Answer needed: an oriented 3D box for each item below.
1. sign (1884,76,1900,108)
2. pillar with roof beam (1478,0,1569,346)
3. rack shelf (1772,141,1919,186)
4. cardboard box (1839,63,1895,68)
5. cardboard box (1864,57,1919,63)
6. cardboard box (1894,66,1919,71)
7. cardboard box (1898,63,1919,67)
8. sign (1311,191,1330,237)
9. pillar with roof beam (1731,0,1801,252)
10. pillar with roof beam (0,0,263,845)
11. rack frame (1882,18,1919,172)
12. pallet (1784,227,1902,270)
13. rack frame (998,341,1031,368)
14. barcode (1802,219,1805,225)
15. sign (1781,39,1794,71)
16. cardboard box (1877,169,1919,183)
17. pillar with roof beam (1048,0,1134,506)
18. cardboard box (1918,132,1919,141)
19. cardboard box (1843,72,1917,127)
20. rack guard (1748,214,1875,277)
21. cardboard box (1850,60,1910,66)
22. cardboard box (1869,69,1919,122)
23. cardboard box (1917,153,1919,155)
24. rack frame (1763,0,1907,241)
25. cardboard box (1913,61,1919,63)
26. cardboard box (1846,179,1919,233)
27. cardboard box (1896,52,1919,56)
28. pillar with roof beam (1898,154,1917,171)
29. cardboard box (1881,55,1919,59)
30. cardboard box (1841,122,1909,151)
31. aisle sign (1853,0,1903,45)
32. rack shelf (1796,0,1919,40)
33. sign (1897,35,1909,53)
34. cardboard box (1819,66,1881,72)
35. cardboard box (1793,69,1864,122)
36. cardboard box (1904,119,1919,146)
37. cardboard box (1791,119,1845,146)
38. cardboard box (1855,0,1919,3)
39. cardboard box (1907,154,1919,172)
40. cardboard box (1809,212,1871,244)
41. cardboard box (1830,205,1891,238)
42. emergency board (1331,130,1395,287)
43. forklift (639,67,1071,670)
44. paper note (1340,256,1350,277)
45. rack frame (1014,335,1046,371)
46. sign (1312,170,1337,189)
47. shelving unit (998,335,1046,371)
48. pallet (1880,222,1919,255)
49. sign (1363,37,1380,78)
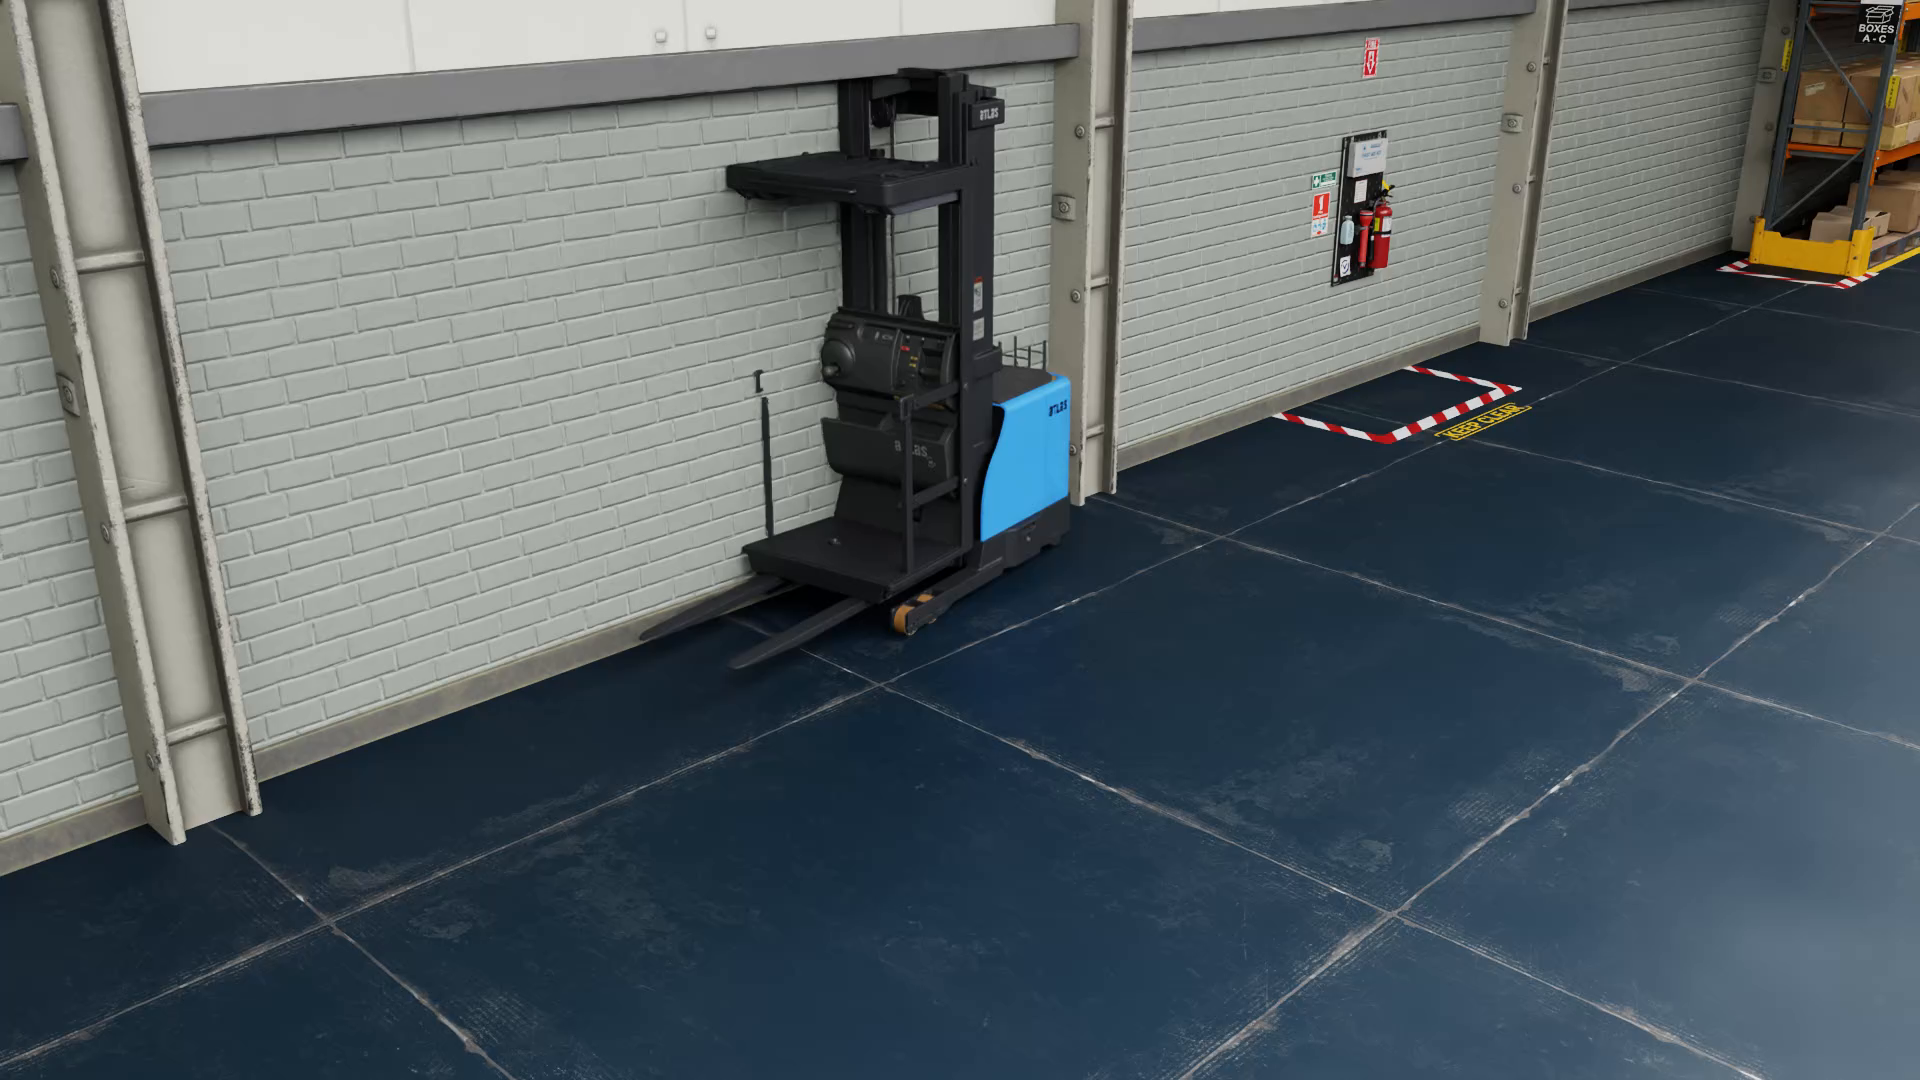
[{"bbox_3d":[9.721,-4.673,17.345,0.100,0.325,0.005,19,28,41],"label":"sign"},{"bbox_3d":[8.100,-4.982,10.993,9.100,9.000,0.400,19,28,41],"label":"pillar with roof beam"},{"bbox_3d":[10.728,-4.583,19.321,1.077,0.370,4.000,19,28,41],"label":"rack shelf"},{"bbox_3d":[10.225,-5.130,18.875,0.500,0.500,0.500,18,28,39],"label":"cardboard box"},{"bbox_3d":[10.930,-5.395,19.566,0.500,0.500,0.500,-19,28,-41],"label":"cardboard box"},{"bbox_3d":[10.598,-4.998,18.532,0.500,0.500,0.500,18,27,39],"label":"cardboard box"},{"bbox_3d":[10.949,-5.133,18.885,0.500,0.500,0.500,-19,28,-40],"label":"cardboard box"},{"bbox_3d":[2.804,-2.534,12.936,0.001,0.329,0.234,19,28,41],"label":"sign"},{"bbox_3d":[12.285,-6.524,15.006,9.100,9.000,0.400,19,28,41],"label":"pillar with roof beam"},{"bbox_3d":[-0.271,-1.897,2.968,9.100,9.000,0.400,19,28,41],"label":"pillar with roof beam"},{"bbox_3d":[12.123,-5.433,20.529,1.000,3.000,0.127,19,28,41],"label":"rack frame"},{"bbox_3d":[9.978,-3.323,18.925,1.003,0.211,1.213,19,28,41],"label":"pallet"},{"bbox_3d":[0.344,-0.670,10.643,0.240,1.200,0.006,13,25,32],"label":"rack frame"},{"bbox_3d":[9.606,-3.620,18.932,0.001,0.075,0.075,19,28,41],"label":"barcode"},{"bbox_3d":[8.949,-5.237,17.964,0.100,0.325,0.005,19,28,41],"label":"sign"},{"bbox_3d":[11.427,-4.195,20.178,0.500,0.500,0.500,17,27,37],"label":"cardboard box"},{"bbox_3d":[3.914,-3.439,6.980,9.100,9.000,0.400,19,28,41],"label":"pillar with roof beam"},{"bbox_3d":[10.612,-4.657,18.690,0.500,0.250,0.500,19,28,40],"label":"cardboard box"},{"bbox_3d":[9.881,-4.742,17.866,0.500,0.500,0.500,19,28,41],"label":"cardboard box"},{"bbox_3d":[9.385,-3.258,18.353,1.175,0.500,0.348,19,28,41],"label":"rack guard"},{"bbox_3d":[10.576,-5.259,19.212,0.500,0.500,0.500,-20,29,-41],"label":"cardboard box"},{"bbox_3d":[10.233,-4.866,18.190,0.500,0.500,0.500,19,28,41],"label":"cardboard box"},{"bbox_3d":[12.949,-4.810,21.780,0.700,0.500,0.500,19,28,40],"label":"cardboard box"},{"bbox_3d":[9.332,-4.405,17.854,1.000,3.000,0.127,19,28,41],"label":"rack frame"},{"bbox_3d":[11.312,-5.267,19.233,0.500,0.500,0.500,18,28,39],"label":"cardboard box"},{"bbox_3d":[10.825,-3.921,19.467,0.700,0.500,0.500,17,27,37],"label":"cardboard box"},{"bbox_3d":[11.645,-5.654,20.240,0.500,0.500,0.500,18,28,39],"label":"cardboard box"},{"bbox_3d":[16.471,-8.066,19.018,9.100,9.000,0.400,19,28,41],"label":"pillar with roof beam"},{"bbox_3d":[11.282,-5.522,19.896,0.500,0.500,0.500,19,28,40],"label":"cardboard box"},{"bbox_3d":[9.900,-4.390,17.997,0.500,0.250,0.500,18,28,39],"label":"cardboard box"},{"bbox_3d":[9.497,-5.525,17.144,0.394,0.787,0.004,19,28,41],"label":"aisle sign"},{"bbox_3d":[10.728,-5.983,18.782,1.077,0.370,4.000,19,28,41],"label":"rack shelf"},{"bbox_3d":[11.723,-6.112,20.680,0.100,0.325,0.005,19,28,41],"label":"sign"},{"bbox_3d":[9.867,-4.996,18.527,0.500,0.500,0.500,-20,29,-41],"label":"cardboard box"},{"bbox_3d":[9.509,-4.869,18.196,0.500,0.500,0.500,19,28,40],"label":"cardboard box"},{"bbox_3d":[10.252,-4.527,18.353,0.500,0.250,0.500,18,28,39],"label":"cardboard box"},{"bbox_3d":[9.520,-4.513,18.316,0.500,0.250,0.500,-20,28,-41],"label":"cardboard box"},{"bbox_3d":[9.745,-5.884,17.355,0.500,0.500,0.500,-19,28,-41],"label":"cardboard box"},{"bbox_3d":[12.624,-4.665,21.402,0.500,0.500,0.700,-19,28,-40],"label":"cardboard box"},{"bbox_3d":[9.880,-3.511,18.662,0.500,0.311,0.500,15,26,35],"label":"cardboard box"},{"bbox_3d":[10.277,-3.657,19.043,0.500,0.311,0.500,-17,27,-38],"label":"cardboard box"},{"bbox_3d":[3.264,-2.633,13.245,0.194,1.169,0.643,19,28,41],"label":"emergency board"},{"bbox_3d":[-0.547,-1.034,9.181,1.130,2.935,3.031,14,25,32],"label":"forklift"},{"bbox_3d":[3.091,-2.194,13.329,0.016,0.148,0.142,19,28,41],"label":"paper note"},{"bbox_3d":[0.446,-0.724,10.785,0.240,1.200,0.006,13,25,32],"label":"rack frame"},{"bbox_3d":[2.814,-2.780,12.838,0.001,0.109,0.331,19,28,41],"label":"sign"},{"bbox_3d":[0.395,-0.697,10.714,0.258,1.200,0.189,13,25,32],"label":"shelving unit"},{"bbox_3d":[10.829,-3.635,19.737,1.003,0.211,1.213,19,28,41],"label":"pallet"},{"bbox_3d":[3.187,-3.738,12.888,0.001,0.298,0.199,19,28,41],"label":"sign"}]
